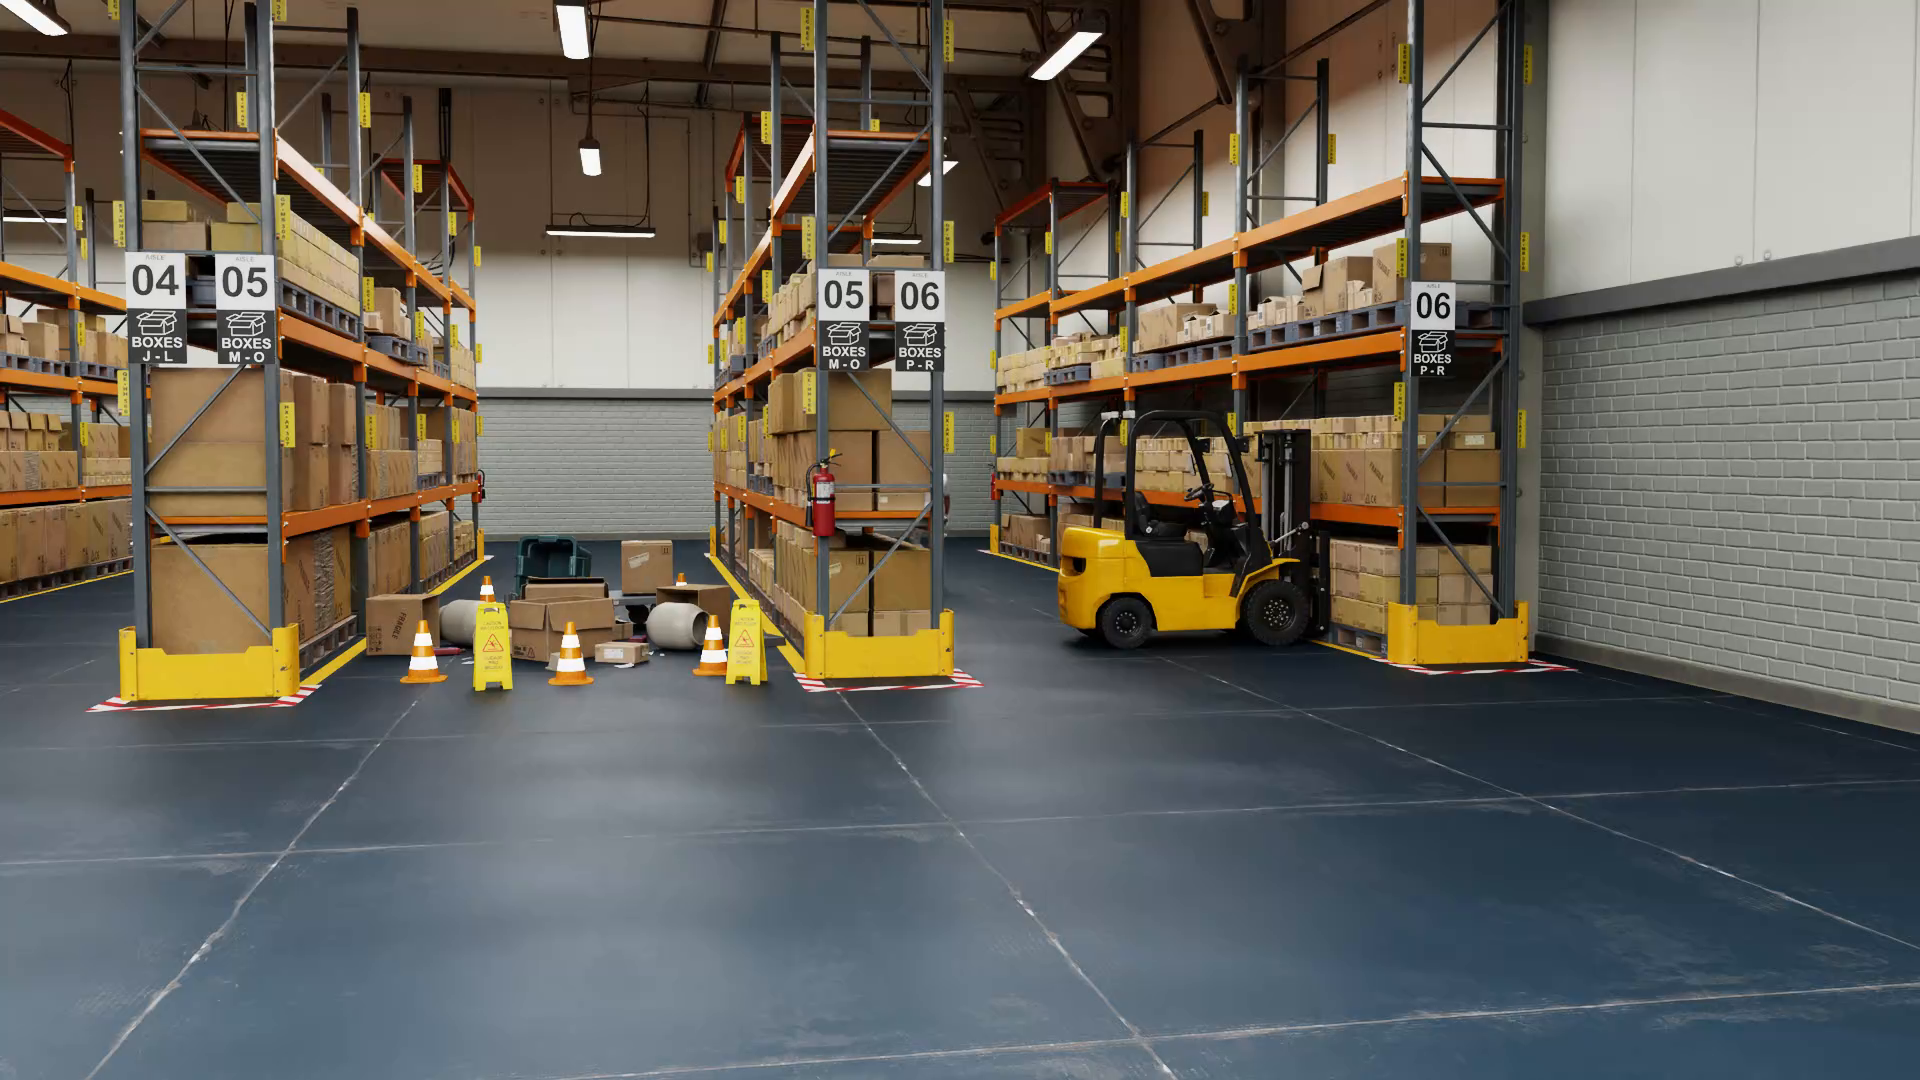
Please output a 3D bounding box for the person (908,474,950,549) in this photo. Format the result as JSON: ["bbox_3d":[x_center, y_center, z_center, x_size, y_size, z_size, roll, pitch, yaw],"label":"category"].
[{"bbox_3d":[-0.439,-0.281,22.295,0.598,1.827,0.485,-1,3,-13],"label":"person"}]
